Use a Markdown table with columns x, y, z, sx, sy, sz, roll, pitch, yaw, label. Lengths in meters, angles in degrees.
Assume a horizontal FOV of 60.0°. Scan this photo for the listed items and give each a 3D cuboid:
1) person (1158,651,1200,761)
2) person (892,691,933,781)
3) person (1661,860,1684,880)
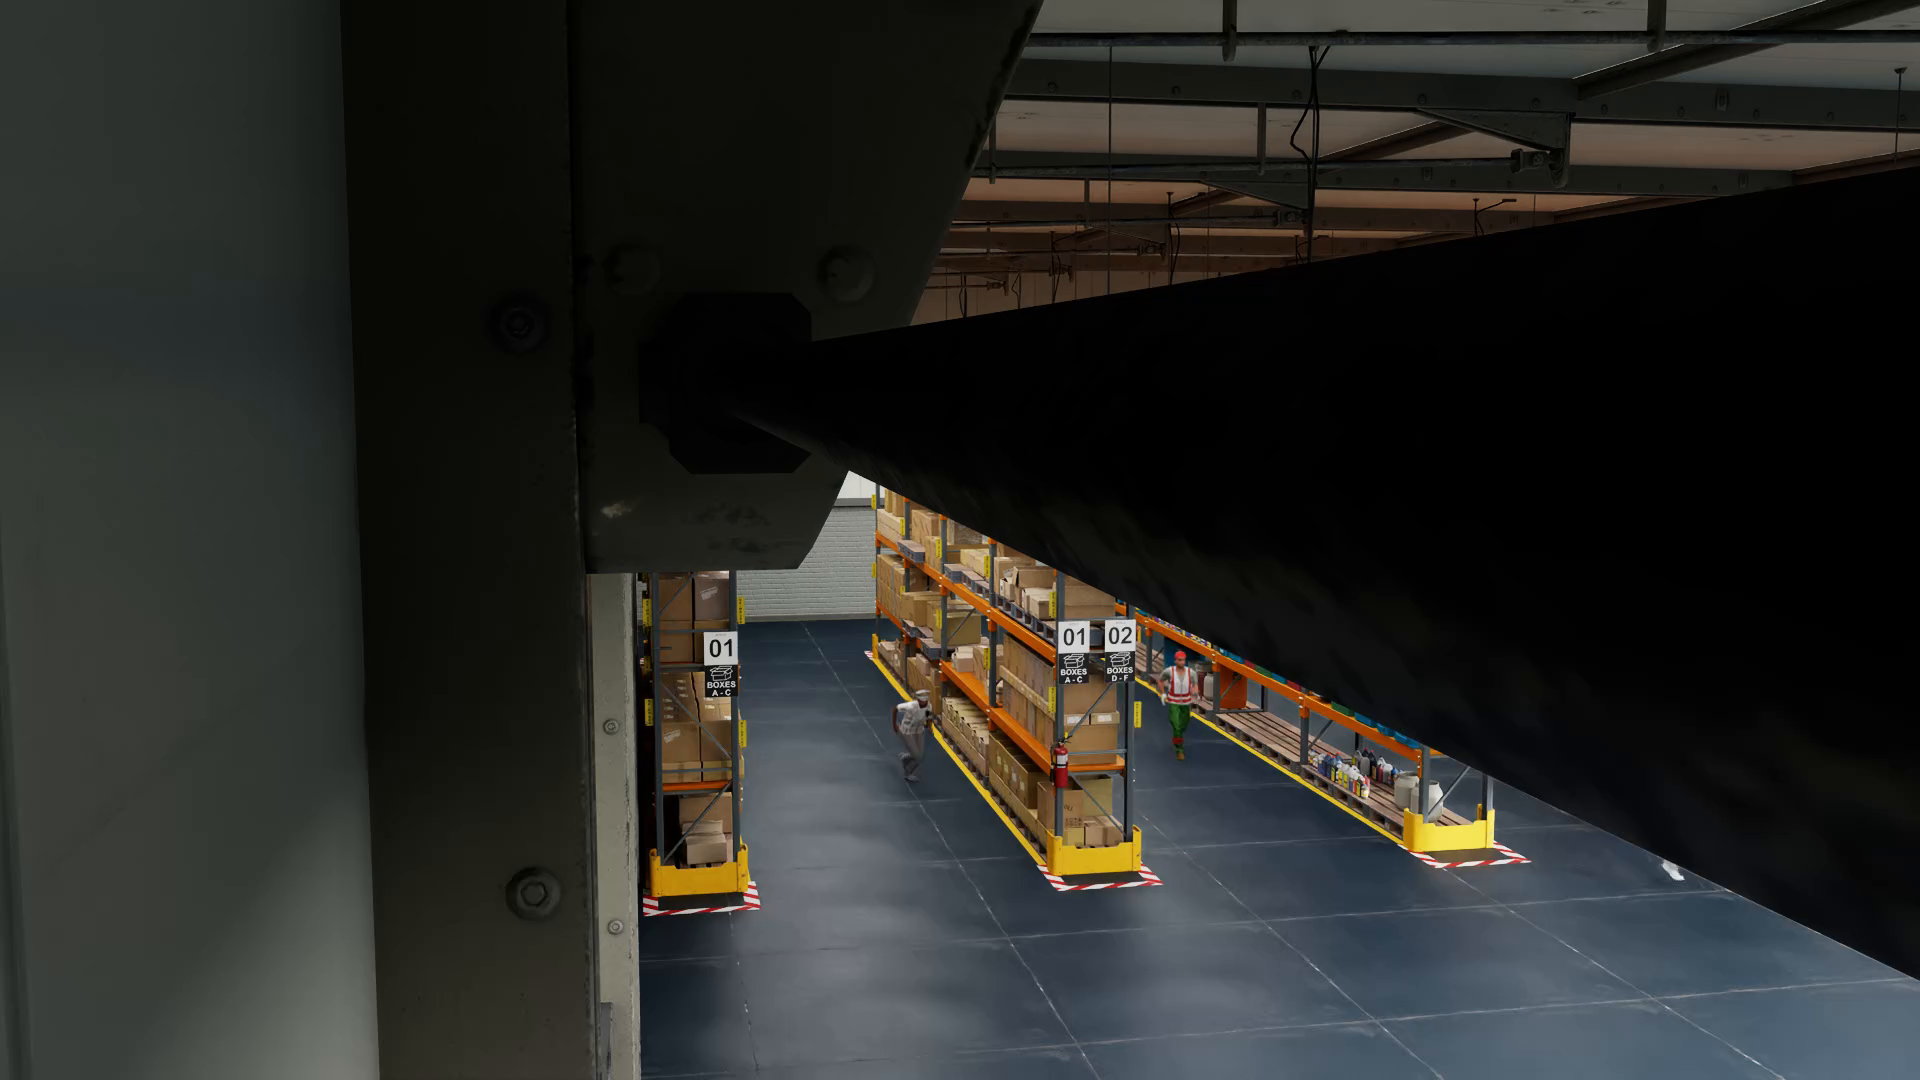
| x | y | z | sx | sy | sz | roll | pitch | yaw | label |
| --- | --- | --- | --- | --- | --- | --- | --- | --- | --- |
| 3.564 | 2.667 | 27.222 | 0.633 | 1.766 | 0.906 | -1 | 6 | -6 | person |
| -0.714 | 2.998 | 25.395 | 0.596 | 1.485 | 0.778 | -3 | 7 | -29 | person |
| 9.115 | 3.480 | 20.309 | 0.966 | 1.628 | 0.605 | 3 | 6 | 25 | person |
